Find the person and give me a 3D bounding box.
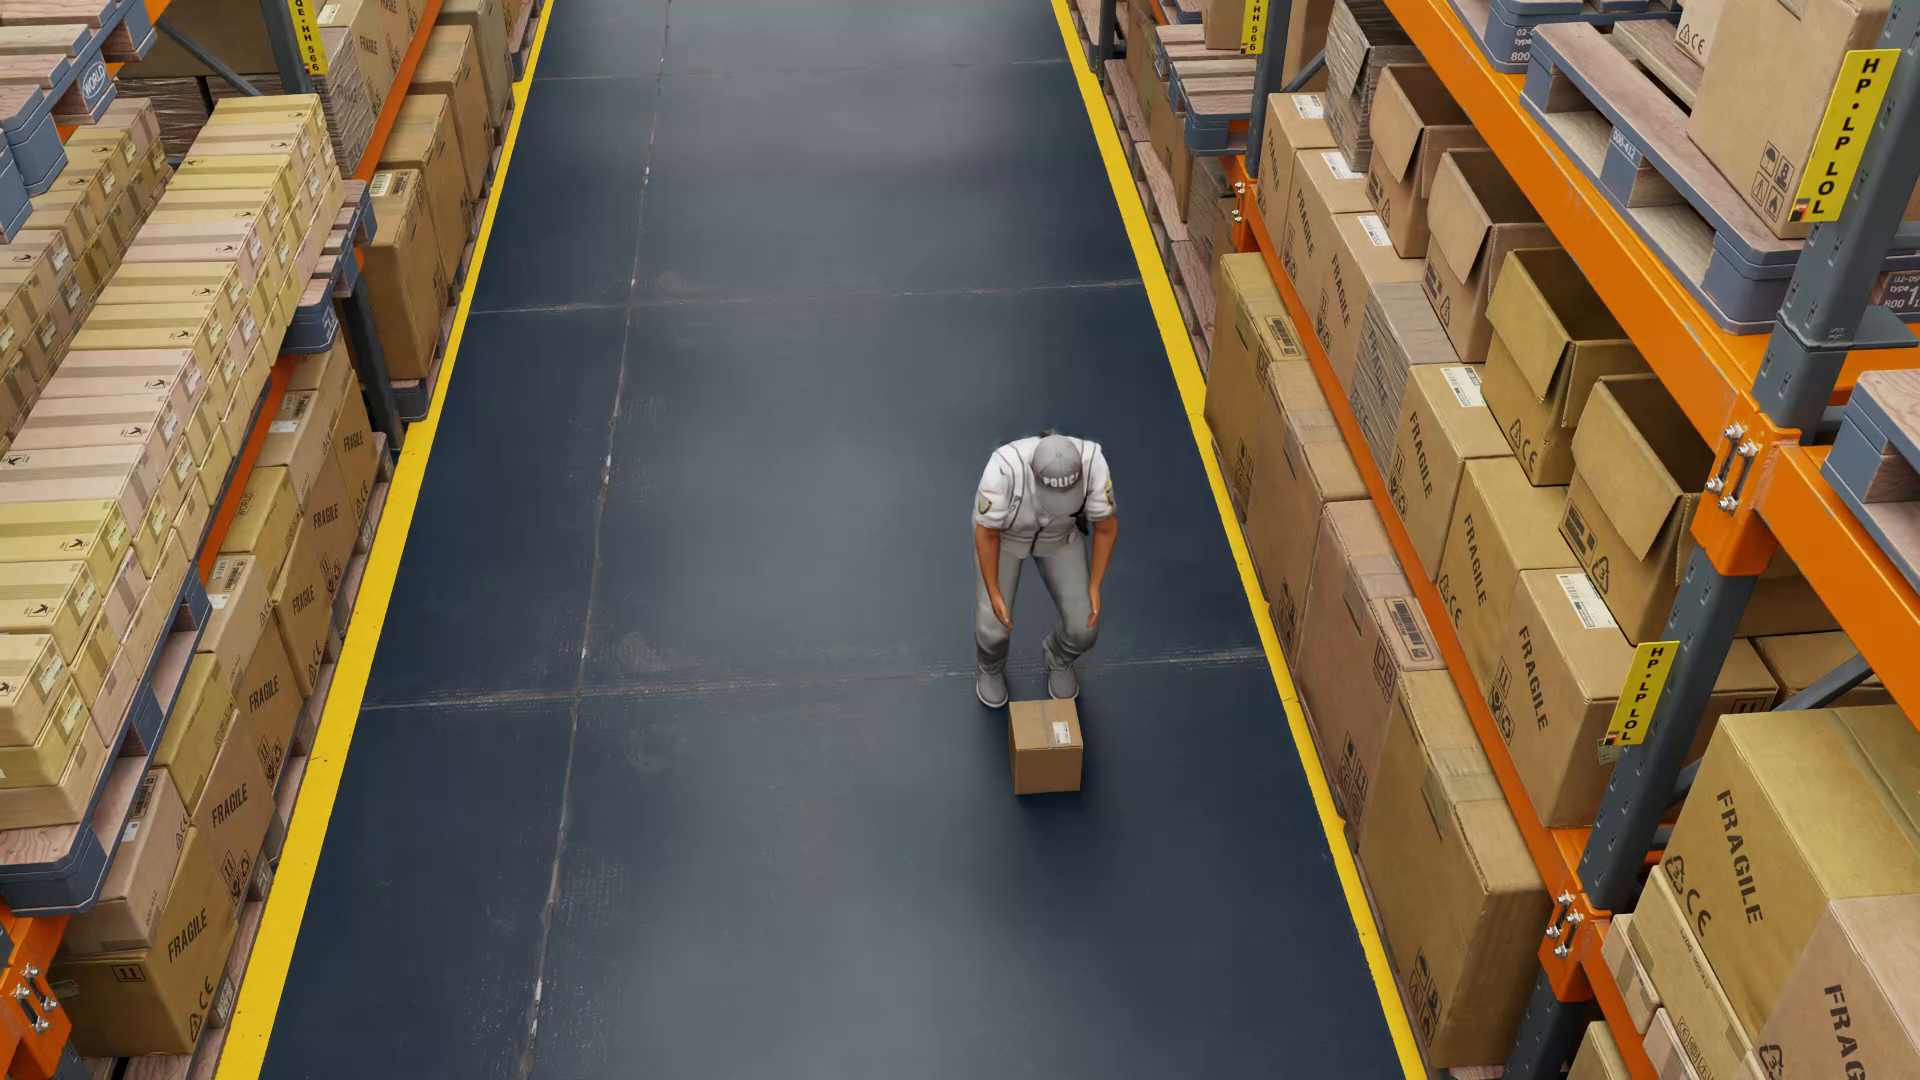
[{"bbox_3d":[0.311,0.065,6.287,0.535,1.406,0.709,-3,39,-4],"label":"person"}]
